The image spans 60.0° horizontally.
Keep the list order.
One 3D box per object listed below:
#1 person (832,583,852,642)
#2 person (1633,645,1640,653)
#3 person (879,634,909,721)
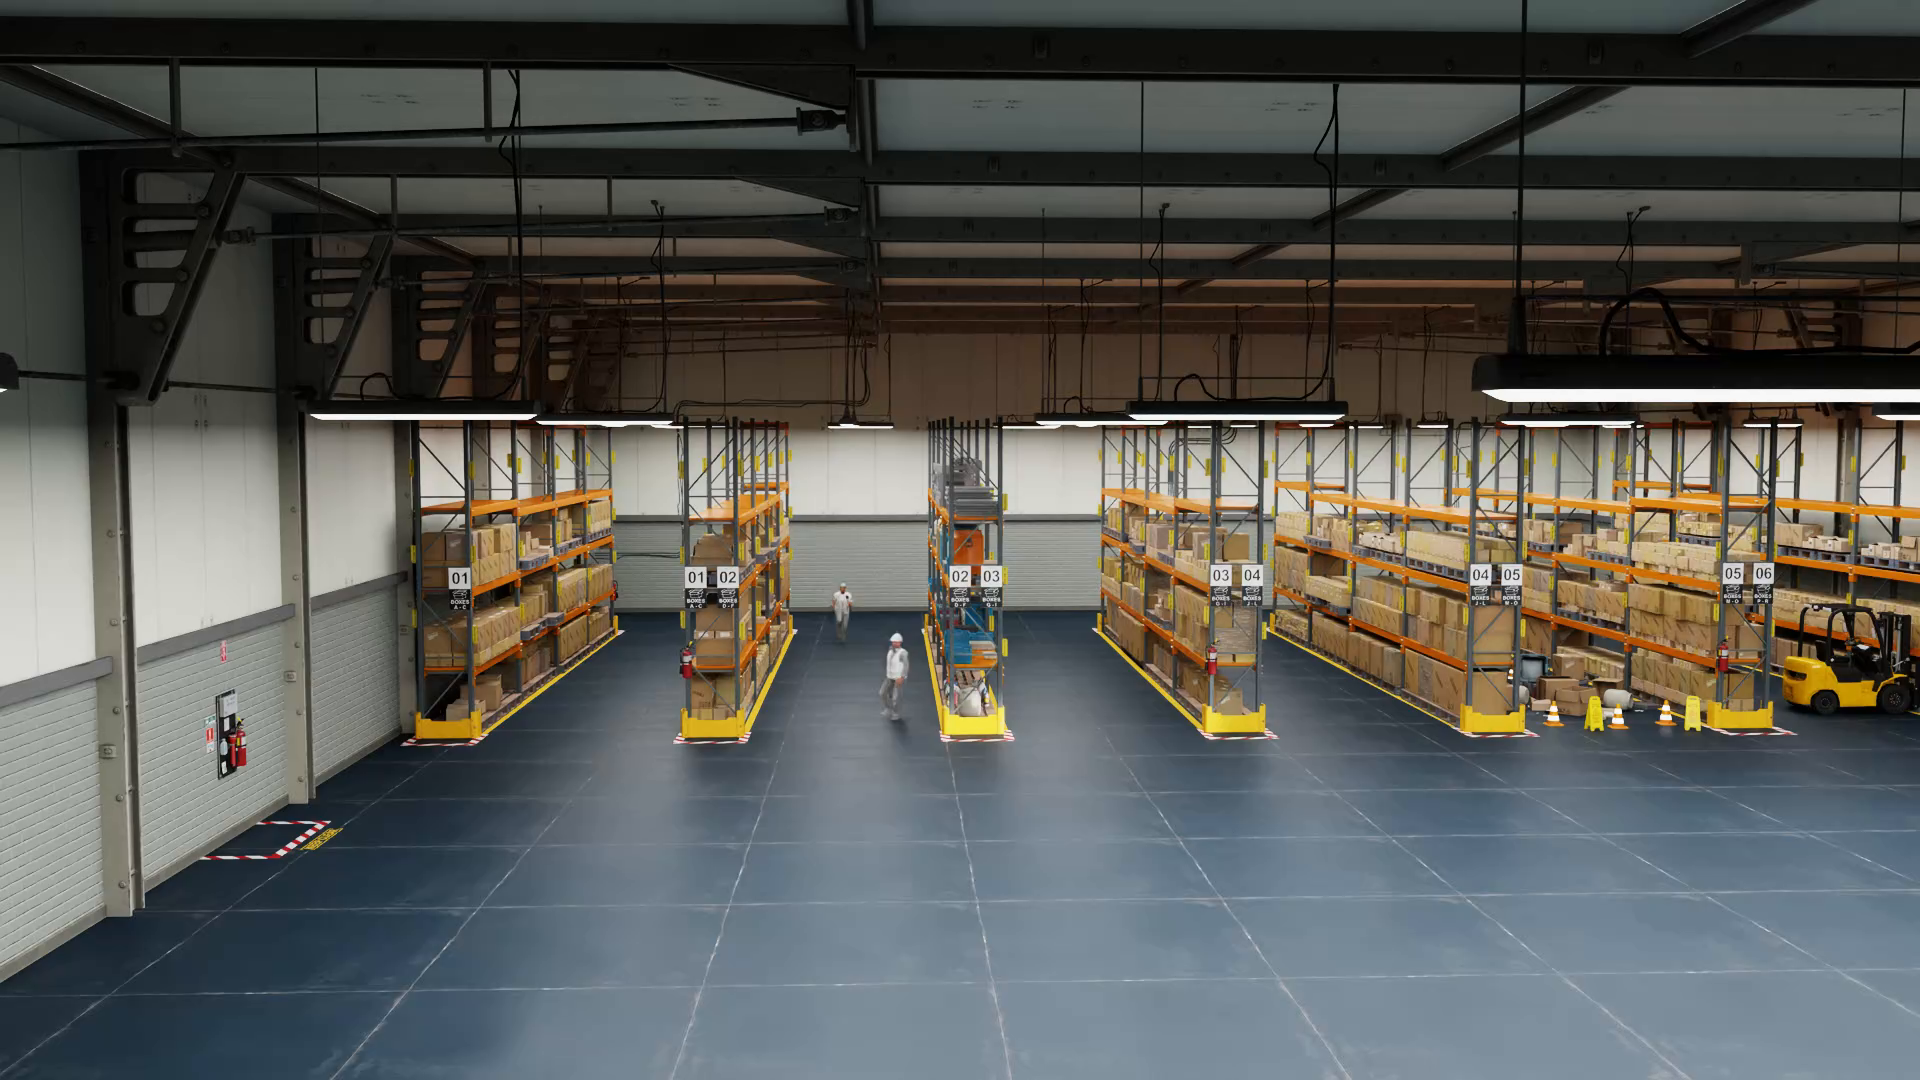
[{"bbox_3d":[-3.164,1.960,44.845,0.520,1.620,0.787,-1,4,-12],"label":"person"},{"bbox_3d":[16.929,2.181,41.111,0.660,1.693,0.926,-1,4,-8],"label":"person"},{"bbox_3d":[-1.308,2.725,32.966,0.769,1.771,0.473,3,5,38],"label":"person"}]
